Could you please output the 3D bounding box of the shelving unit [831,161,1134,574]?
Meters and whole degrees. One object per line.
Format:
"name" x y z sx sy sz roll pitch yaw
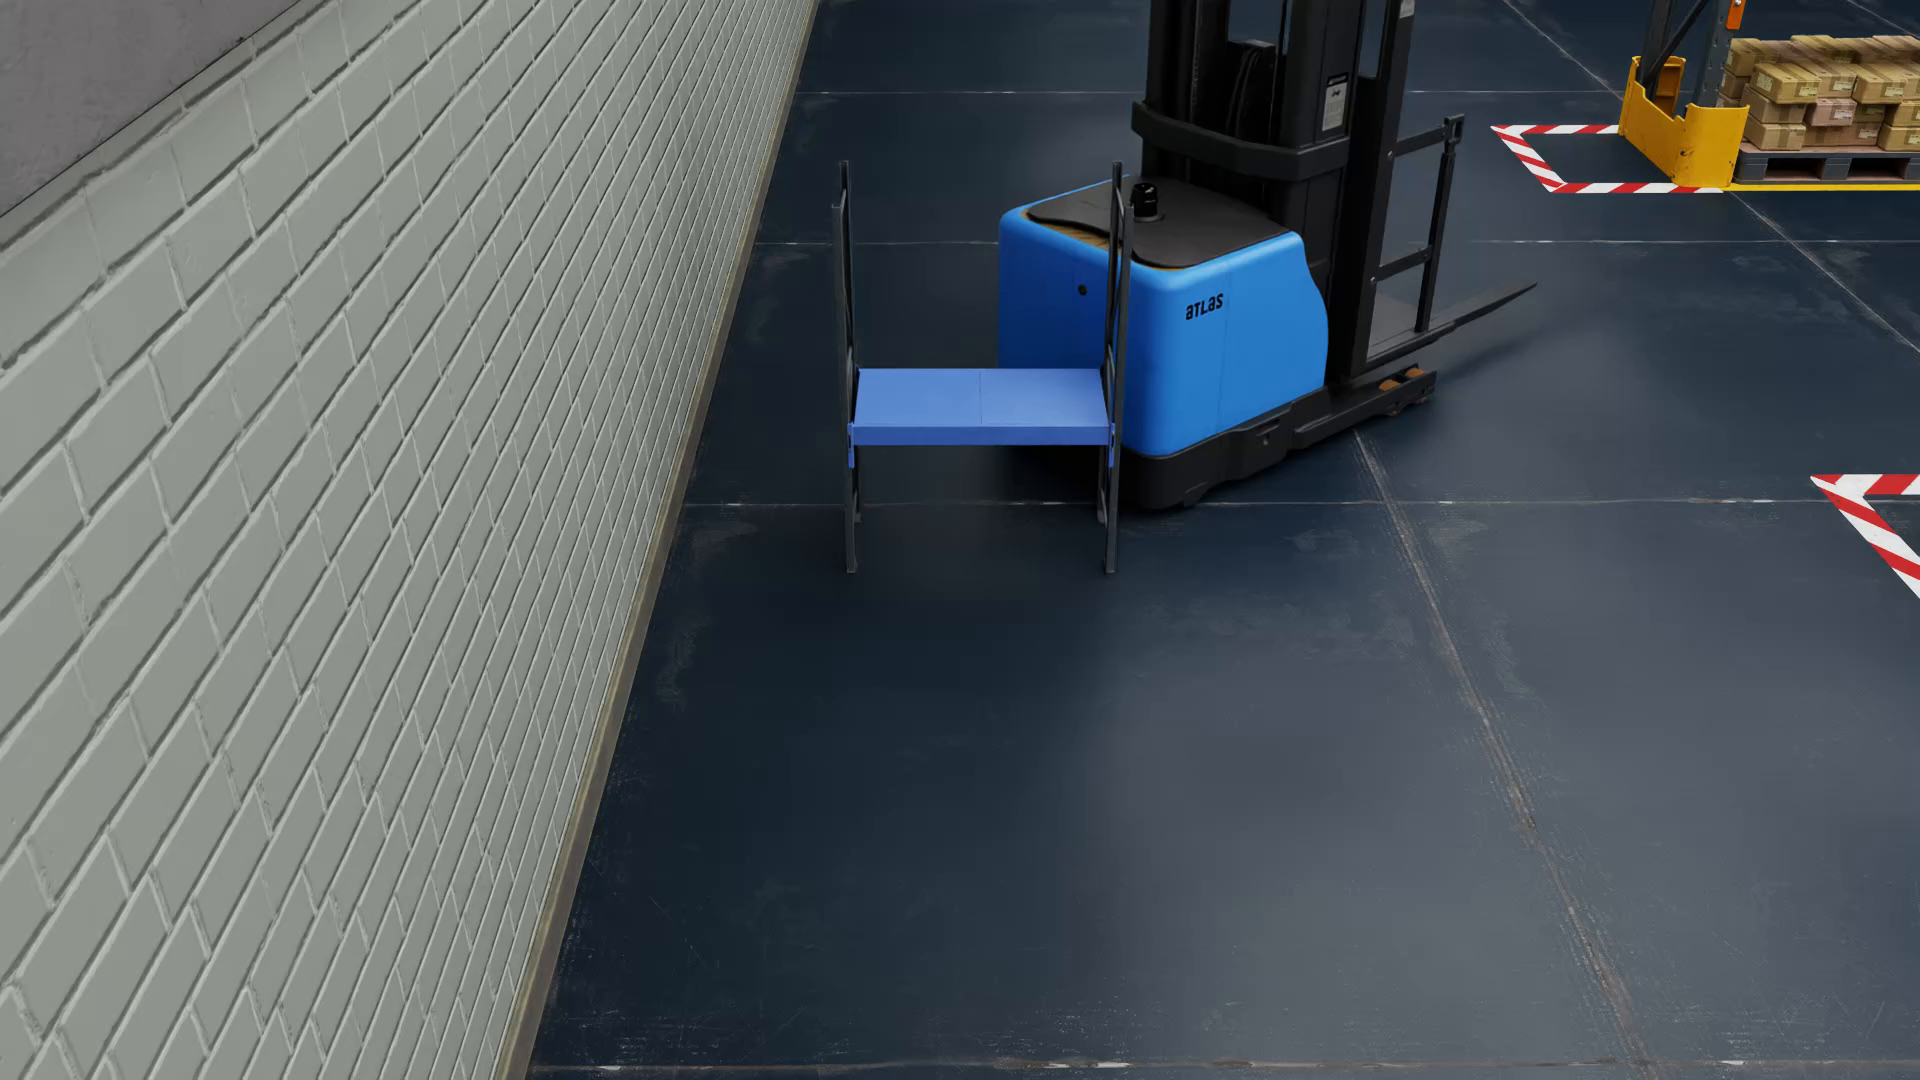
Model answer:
"shelving unit" 0.078 -0.639 6.357 1.048 1.500 0.538 0 31 0

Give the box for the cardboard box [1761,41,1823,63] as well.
"cardboard box" 5.354 -3.102 10.742 0.250 0.149 0.380 0 31 1

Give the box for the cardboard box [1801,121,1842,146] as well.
"cardboard box" 5.361 -2.623 10.525 0.250 0.149 0.380 0 31 0

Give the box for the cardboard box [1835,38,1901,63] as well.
"cardboard box" 5.871 -3.137 10.799 0.250 0.149 0.380 -1 31 -2

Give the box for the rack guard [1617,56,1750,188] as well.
"rack guard" 4.650 -2.715 10.742 0.348 0.500 1.175 0 31 0

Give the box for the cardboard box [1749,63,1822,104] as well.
"cardboard box" 5.100 -2.824 10.282 0.250 0.149 0.380 -2 31 -3

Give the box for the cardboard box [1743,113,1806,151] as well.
"cardboard box" 5.100 -2.580 10.453 0.250 0.149 0.380 0 31 1

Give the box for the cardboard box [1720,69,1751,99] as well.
"cardboard box" 5.100 -3.021 10.894 0.250 0.149 0.380 -1 31 -2

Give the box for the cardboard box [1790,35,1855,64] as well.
"cardboard box" 5.612 -3.169 10.852 0.250 0.149 0.380 -1 31 -1

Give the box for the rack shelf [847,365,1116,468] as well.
"rack shelf" 0.078 -0.485 6.450 1.000 0.185 0.538 0 31 0

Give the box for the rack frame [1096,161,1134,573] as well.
"rack frame" 0.587 -0.639 6.358 0.032 1.500 0.500 0 31 0

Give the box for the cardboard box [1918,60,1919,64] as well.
"cardboard box" 6.153 -2.861 10.344 0.250 0.149 0.380 1 31 2

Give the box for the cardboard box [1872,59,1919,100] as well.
"cardboard box" 5.876 -2.865 10.350 0.250 0.149 0.380 -2 31 -3

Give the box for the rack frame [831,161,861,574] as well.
"rack frame" -0.430 -0.638 6.356 0.032 1.500 0.500 0 31 0

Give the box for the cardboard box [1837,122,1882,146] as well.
"cardboard box" 5.610 -2.627 10.532 0.250 0.149 0.380 0 31 0

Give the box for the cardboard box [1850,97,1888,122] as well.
"cardboard box" 5.618 -2.758 10.460 0.250 0.149 0.380 0 31 0

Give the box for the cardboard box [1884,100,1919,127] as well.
"cardboard box" 5.875 -2.702 10.369 0.250 0.149 0.380 1 31 1

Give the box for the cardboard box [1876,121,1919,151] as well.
"cardboard box" 5.866 -2.571 10.439 0.250 0.149 0.380 0 31 0

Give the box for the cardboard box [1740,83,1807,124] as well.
"cardboard box" 5.100 -2.740 10.430 0.250 0.149 0.380 1 31 2

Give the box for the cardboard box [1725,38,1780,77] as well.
"cardboard box" 5.102 -3.131 10.789 0.250 0.149 0.380 0 31 0

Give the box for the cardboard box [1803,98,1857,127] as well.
"cardboard box" 5.374 -2.711 10.384 0.250 0.149 0.380 0 31 -1

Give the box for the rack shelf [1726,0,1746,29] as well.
"rack shelf" 6.574 -3.482 10.291 4.000 0.370 1.077 0 31 0

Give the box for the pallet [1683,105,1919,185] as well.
"pallet" 5.463 -2.575 10.791 1.213 0.211 1.003 0 31 0

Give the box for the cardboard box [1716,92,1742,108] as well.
"cardboard box" 5.100 -2.854 10.905 0.250 0.149 0.380 0 31 1

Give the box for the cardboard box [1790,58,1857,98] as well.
"cardboard box" 5.375 -2.887 10.386 0.250 0.149 0.380 0 31 1

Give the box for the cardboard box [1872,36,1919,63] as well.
"cardboard box" 6.140 -3.167 10.848 0.250 0.149 0.380 1 31 2

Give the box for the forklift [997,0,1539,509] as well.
"forklift" 1.597 -2.011 7.239 3.031 2.935 1.130 -24 39 -34

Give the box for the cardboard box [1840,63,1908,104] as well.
"cardboard box" 5.628 -2.821 10.278 0.250 0.149 0.380 0 31 0

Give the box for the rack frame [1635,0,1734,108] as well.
"rack frame" 4.574 -3.783 10.094 0.127 3.000 1.000 0 31 0
